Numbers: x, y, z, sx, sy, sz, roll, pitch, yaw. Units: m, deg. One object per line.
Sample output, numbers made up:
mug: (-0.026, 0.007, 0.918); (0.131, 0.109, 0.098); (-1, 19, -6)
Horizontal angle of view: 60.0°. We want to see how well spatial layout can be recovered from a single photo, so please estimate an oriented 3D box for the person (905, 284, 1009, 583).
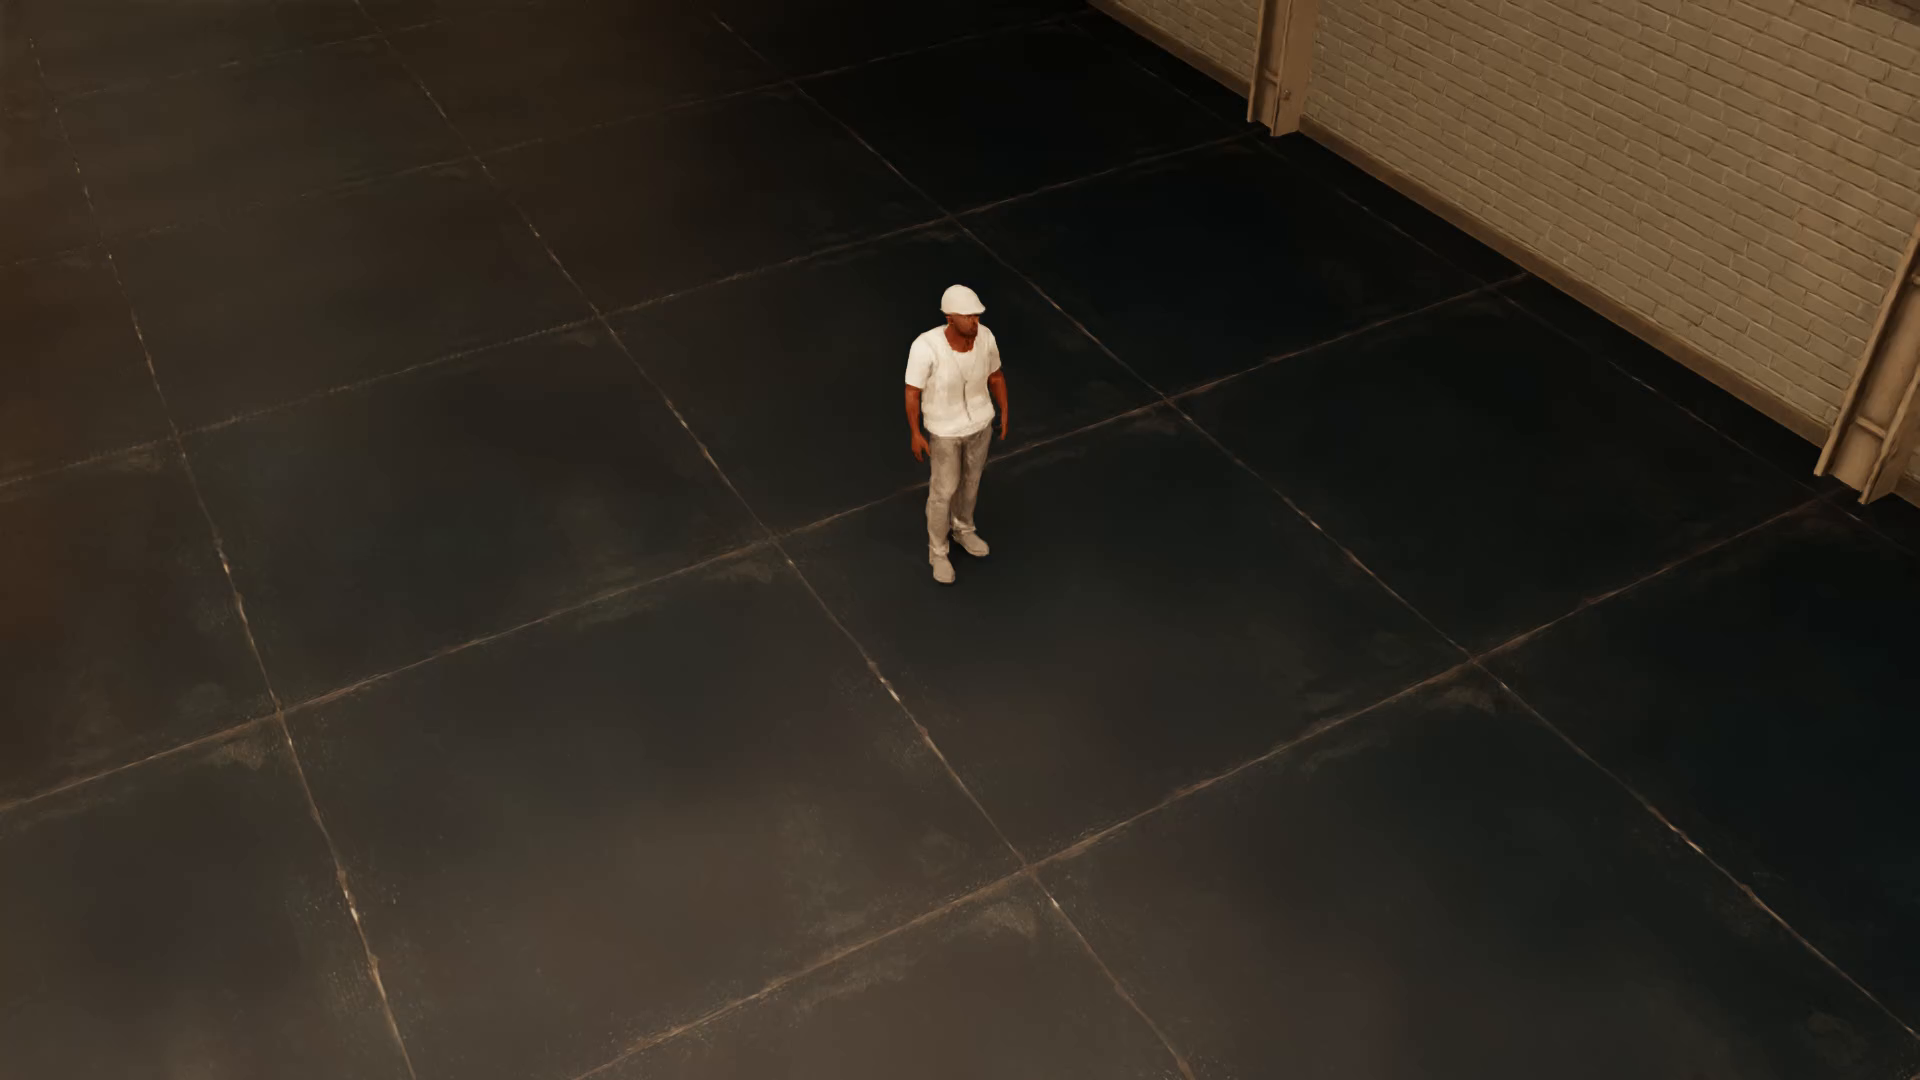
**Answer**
person: (0.030, -0.642, 9.717); (0.665, 1.760, 0.576); (-20, 44, -23)
